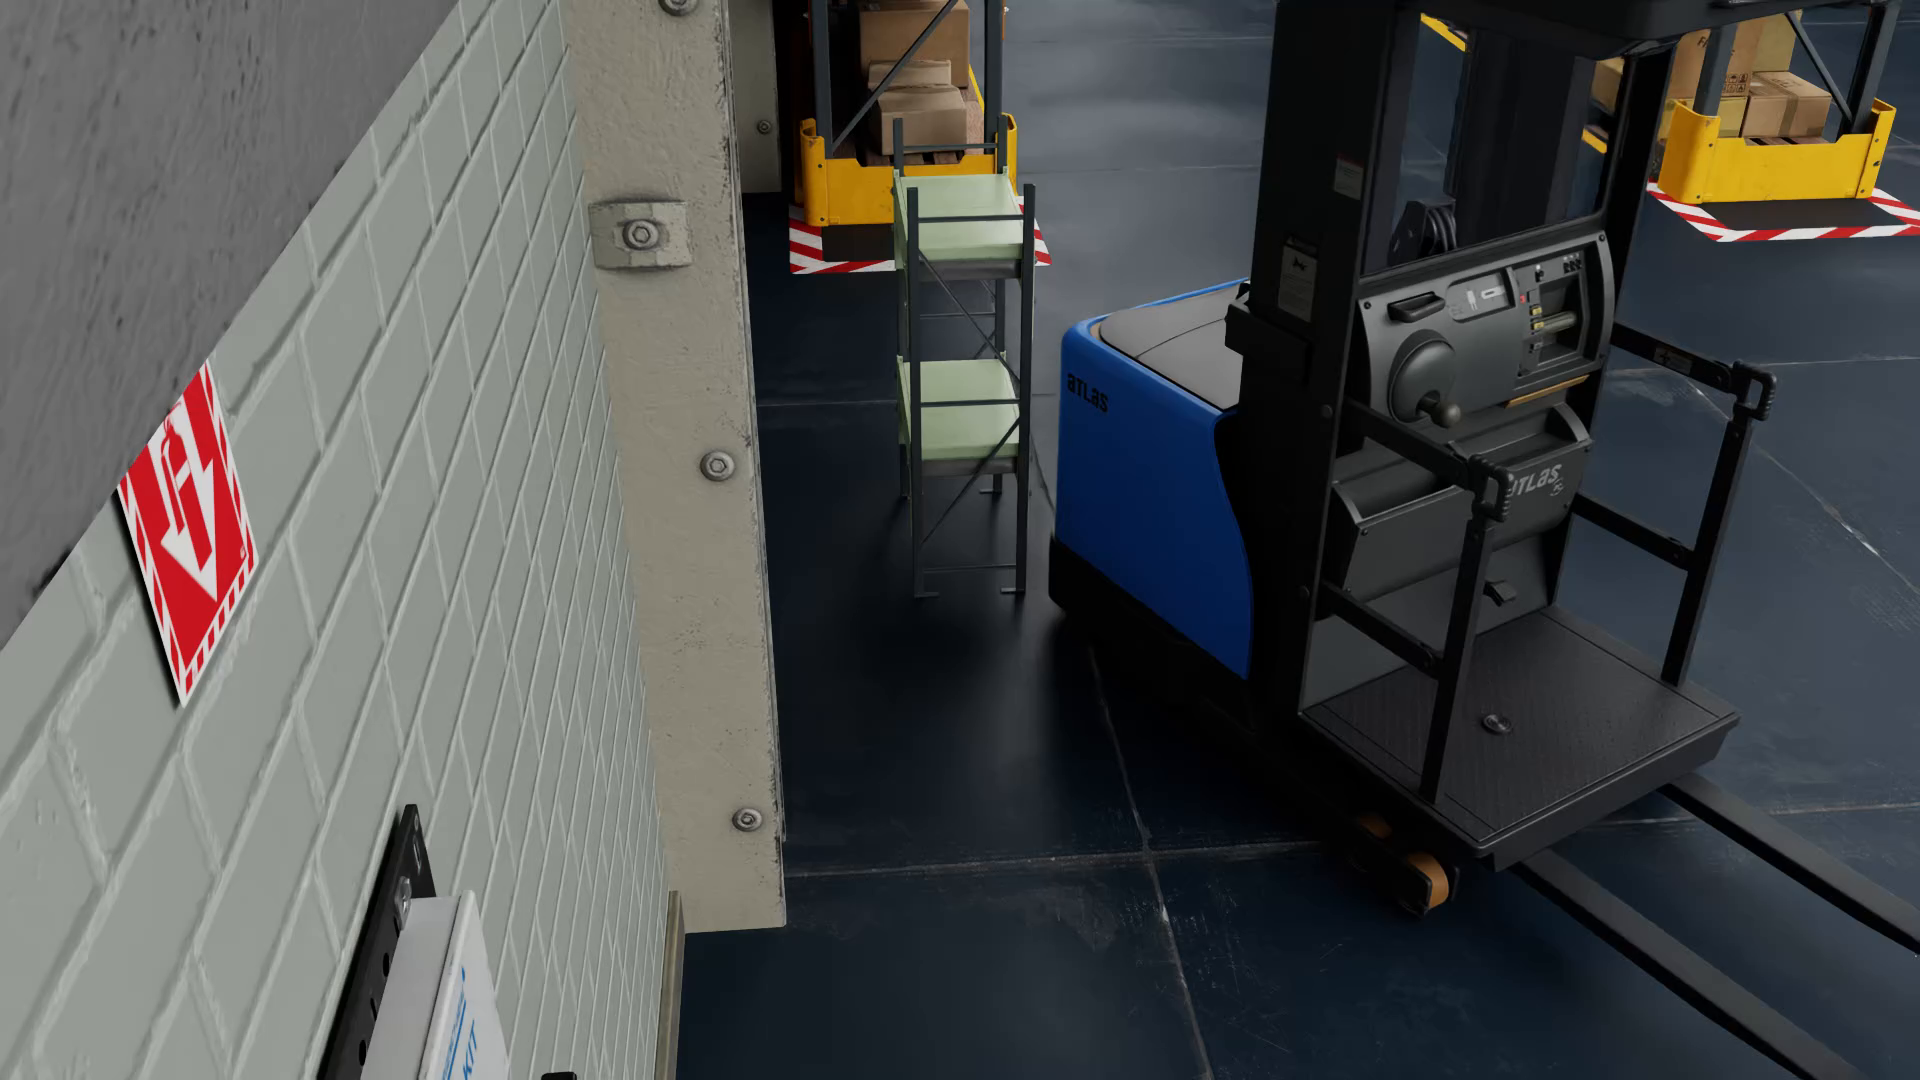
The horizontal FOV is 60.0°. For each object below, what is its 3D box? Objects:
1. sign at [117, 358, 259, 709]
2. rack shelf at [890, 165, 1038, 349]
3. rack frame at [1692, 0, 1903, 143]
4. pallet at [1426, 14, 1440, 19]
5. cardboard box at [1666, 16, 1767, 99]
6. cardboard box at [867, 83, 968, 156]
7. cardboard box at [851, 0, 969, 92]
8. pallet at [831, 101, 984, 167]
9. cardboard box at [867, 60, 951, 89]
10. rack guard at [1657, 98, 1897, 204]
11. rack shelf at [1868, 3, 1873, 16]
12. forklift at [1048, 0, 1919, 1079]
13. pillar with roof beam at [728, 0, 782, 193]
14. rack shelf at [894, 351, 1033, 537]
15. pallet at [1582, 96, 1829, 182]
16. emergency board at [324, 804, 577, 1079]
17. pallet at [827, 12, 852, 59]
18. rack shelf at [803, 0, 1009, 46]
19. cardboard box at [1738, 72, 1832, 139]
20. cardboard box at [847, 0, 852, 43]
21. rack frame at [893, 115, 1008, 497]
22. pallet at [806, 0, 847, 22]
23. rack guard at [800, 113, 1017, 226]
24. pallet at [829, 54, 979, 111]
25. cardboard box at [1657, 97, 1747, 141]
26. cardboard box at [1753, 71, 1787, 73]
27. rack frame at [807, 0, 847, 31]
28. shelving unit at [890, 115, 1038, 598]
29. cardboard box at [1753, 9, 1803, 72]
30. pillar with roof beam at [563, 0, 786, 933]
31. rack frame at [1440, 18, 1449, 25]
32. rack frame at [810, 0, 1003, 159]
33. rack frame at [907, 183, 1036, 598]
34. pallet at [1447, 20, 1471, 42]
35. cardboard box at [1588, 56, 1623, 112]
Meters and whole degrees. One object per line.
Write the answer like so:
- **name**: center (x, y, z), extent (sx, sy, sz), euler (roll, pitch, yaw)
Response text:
- **sign**: center (-0.549, -0.059, 1.164), extent (0.001, 0.298, 0.199), euler (-3, 31, -5)
- **rack shelf**: center (0.001, -0.976, 5.660), extent (0.431, 0.370, 0.720), euler (-3, 31, -5)
- **rack frame**: center (4.655, -3.323, 8.889), extent (1.000, 3.000, 0.127), euler (-3, 31, -5)
- **pallet**: center (4.173, -4.543, 13.649), extent (1.003, 0.211, 1.213), euler (-3, 31, -5)
- **cardboard box**: center (4.308, -2.905, 9.728), extent (0.500, 0.500, 0.500), euler (-3, 31, -5)
- **cardboard box**: center (-0.252, -2.476, 9.663), extent (0.500, 0.311, 0.500), euler (-6, 31, -10)
- **cardboard box**: center (-0.324, -3.225, 10.733), extent (0.700, 0.500, 0.500), euler (-5, 31, -8)
- **pallet**: center (-0.325, -2.342, 9.965), extent (1.003, 0.211, 1.213), euler (-3, 31, -5)
- **cardboard box**: center (-0.305, -2.767, 10.151), extent (0.500, 0.311, 0.500), euler (0, 31, 0)
- **rack guard**: center (4.657, -2.238, 9.509), extent (1.175, 0.500, 0.348), euler (-3, 31, -5)
- **rack shelf**: center (4.468, -4.036, 10.783), extent (1.077, 0.370, 4.000), euler (-3, 31, -5)
- **forklift**: center (1.521, -0.517, 4.257), extent (1.130, 2.935, 3.031), euler (-18, 35, -27)
- **pillar with roof beam**: center (3.082, -6.182, 7.824), extent (9.100, 9.000, 0.400), euler (-3, 31, -5)
- **rack shelf**: center (0.001, -0.361, 6.027), extent (0.431, 0.370, 0.720), euler (-3, 31, -5)
- **pallet**: center (4.541, -2.515, 10.254), extent (1.003, 0.211, 1.213), euler (-3, 31, -5)
- **emergency board**: center (-0.450, 0.927, 1.773), extent (0.194, 1.169, 0.643), euler (-3, 31, -5)
- **pallet**: center (-0.553, -3.588, 12.051), extent (1.003, 0.211, 1.213), euler (-3, 31, -5)
- **rack shelf**: center (-0.464, -3.796, 10.382), extent (1.077, 0.370, 4.000), euler (-3, 31, -5)
- **cardboard box**: center (4.826, -2.608, 9.962), extent (0.500, 0.250, 0.500), euler (-3, 31, -5)
- **cardboard box**: center (-0.514, -3.714, 11.551), extent (0.500, 0.500, 0.500), euler (-5, 31, -8)
- **rack frame**: center (-0.034, -0.827, 6.173), extent (0.400, 1.500, 0.023), euler (-3, 31, -5)
- **pallet**: center (-0.725, -4.327, 13.288), extent (1.003, 0.211, 1.213), euler (-3, 31, -5)
- **rack guard**: center (-0.284, -2.050, 9.194), extent (1.175, 0.500, 0.348), euler (-3, 31, -5)
- **pallet**: center (-0.436, -2.964, 11.006), extent (1.003, 0.211, 1.213), euler (-3, 31, -5)
- **cardboard box**: center (4.310, -2.583, 9.921), extent (0.500, 0.250, 0.500), euler (-3, 31, -5)
- **cardboard box**: center (4.776, -2.863, 10.389), extent (0.500, 0.250, 0.500), euler (-3, 31, -5)
- **rack frame**: center (-0.651, -5.126, 11.907), extent (1.000, 3.000, 0.127), euler (-3, 31, -5)
- **shelving unit**: center (0.001, -0.640, 5.860), extent (0.431, 1.500, 0.755), euler (-3, 31, -5)
- **cardboard box**: center (4.777, -3.185, 10.197), extent (0.500, 0.500, 0.500), euler (-3, 31, -5)
- **pillar with roof beam**: center (3.643, -3.118, 2.695), extent (9.100, 9.000, 0.400), euler (-3, 31, -5)
- **rack frame**: center (4.281, -5.365, 12.308), extent (1.000, 3.000, 0.127), euler (-3, 31, -5)
- **rack frame**: center (-0.277, -3.084, 8.488), extent (1.000, 3.000, 0.127), euler (-3, 31, -5)
- **rack frame**: center (0.035, -0.454, 5.547), extent (0.400, 1.500, 0.023), euler (-3, 31, -5)
- **pallet**: center (4.313, -3.760, 12.340), extent (1.003, 0.211, 1.213), euler (-3, 31, -5)
- **cardboard box**: center (4.252, -2.837, 10.347), extent (0.500, 0.250, 0.500), euler (-3, 31, -5)
